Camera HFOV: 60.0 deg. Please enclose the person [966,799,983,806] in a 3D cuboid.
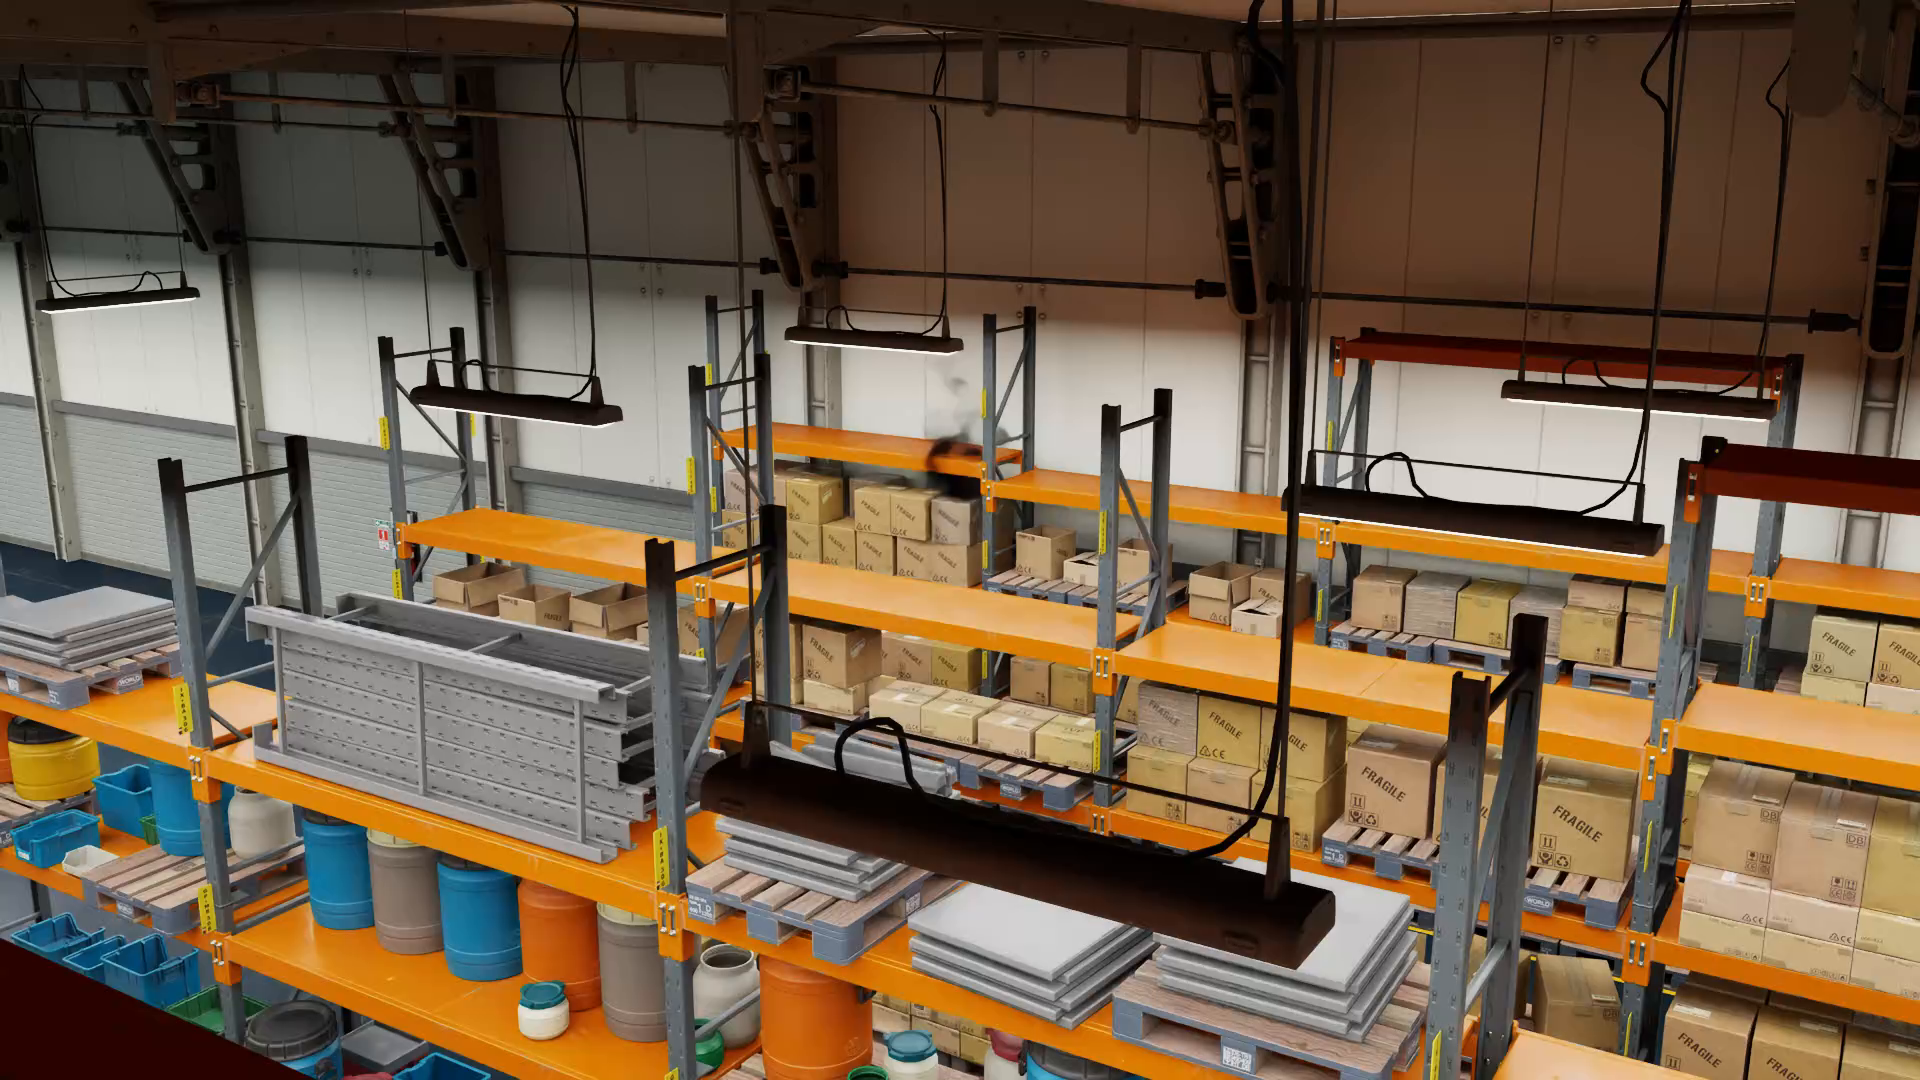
[{"bbox_3d":[0.123,3.320,16.495,0.682,1.617,0.503,6,15,24],"label":"person"}]
